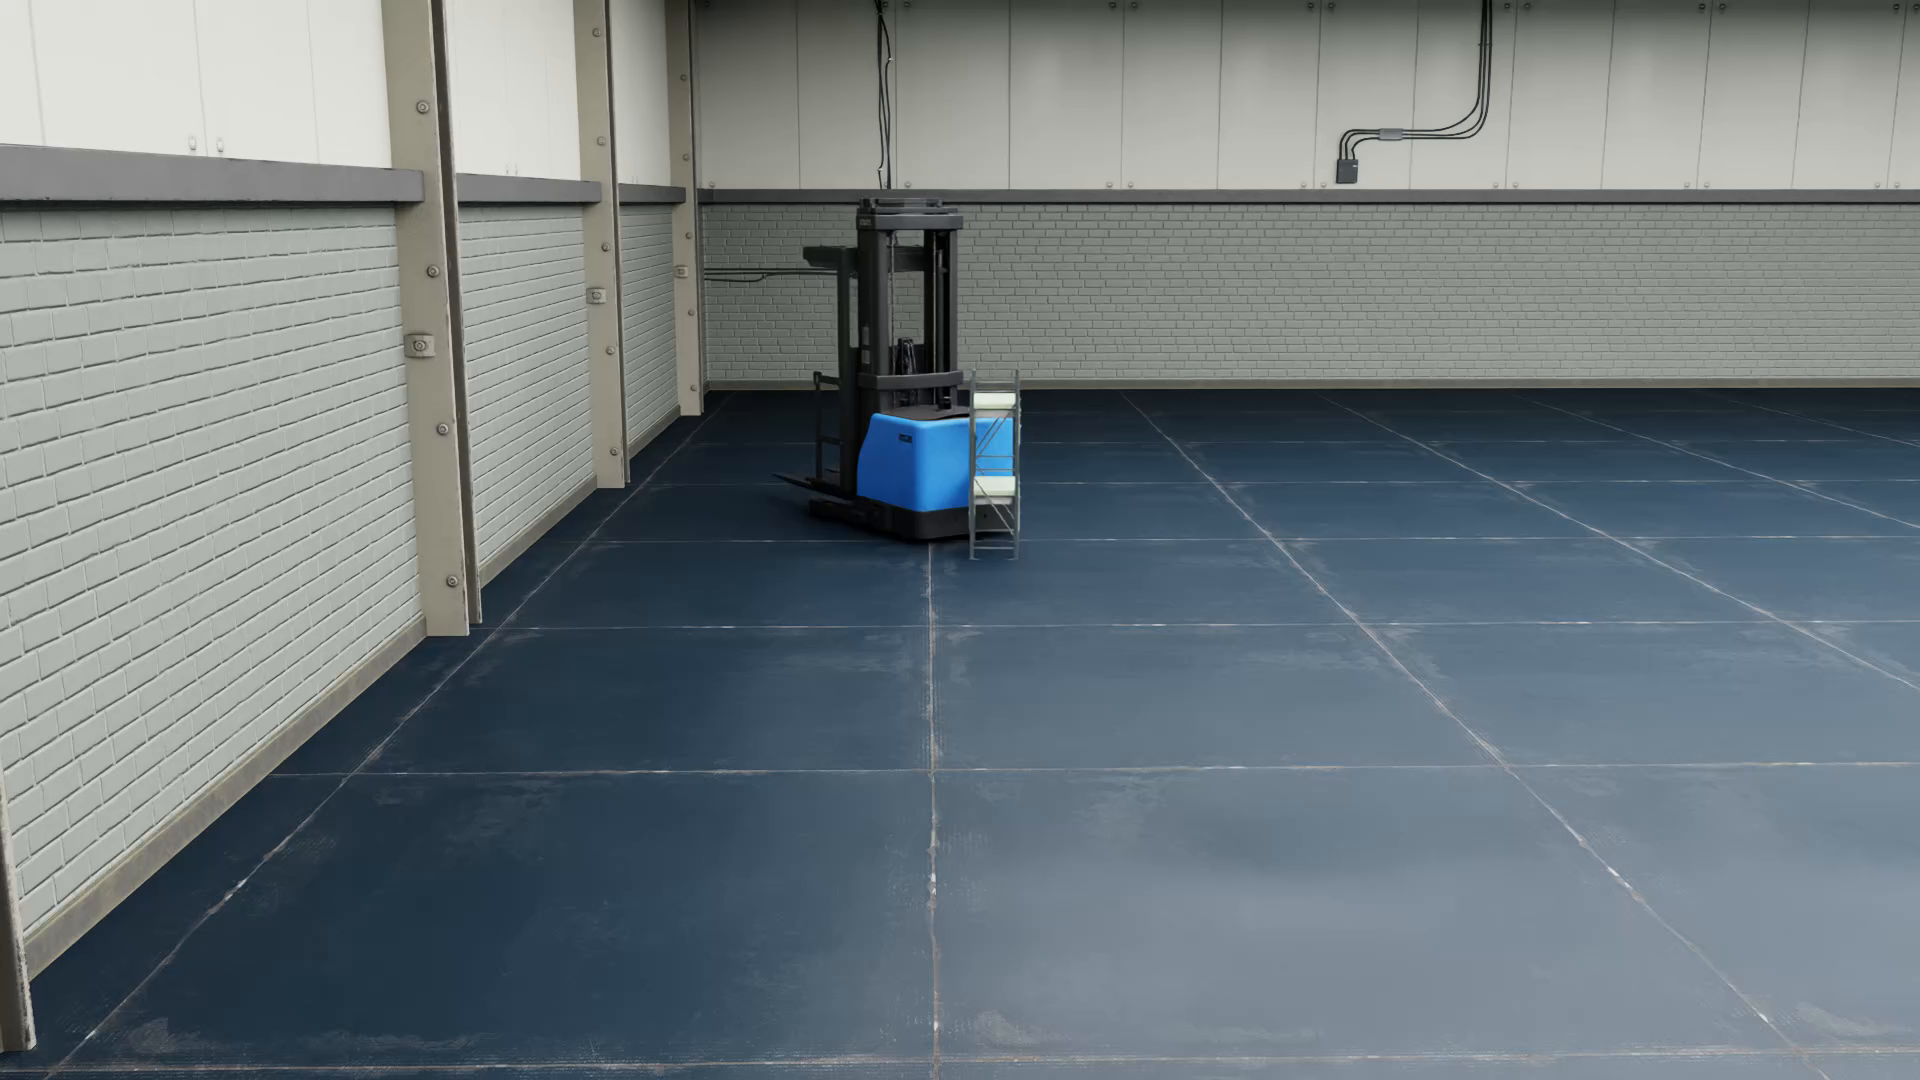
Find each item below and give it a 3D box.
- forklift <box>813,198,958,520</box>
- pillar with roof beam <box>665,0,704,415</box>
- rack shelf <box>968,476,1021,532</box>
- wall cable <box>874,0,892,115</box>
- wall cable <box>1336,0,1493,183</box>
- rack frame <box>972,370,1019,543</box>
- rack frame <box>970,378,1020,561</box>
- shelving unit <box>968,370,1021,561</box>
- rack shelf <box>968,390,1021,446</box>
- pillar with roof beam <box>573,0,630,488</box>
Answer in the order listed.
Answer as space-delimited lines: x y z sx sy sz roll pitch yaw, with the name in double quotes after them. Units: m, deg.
-0.756 -1.672 15.429 1.121 2.935 3.031 -8 14 -33 "forklift"
0.537 -6.199 22.481 9.100 9.000 0.400 0 11 -1 "pillar with roof beam"
0.294 -0.322 14.013 0.431 0.370 0.720 0 11 2 "rack shelf"
0.199 -7.737 25.169 3.097 2.526 0.112 0 11 -1 "wall cable"
6.986 -8.475 25.146 2.305 6.003 0.169 0 11 -1 "wall cable"
0.306 -0.714 14.307 0.400 1.500 0.023 0 11 2 "rack frame"
0.281 -0.569 13.590 0.400 1.500 0.023 0 11 2 "rack frame"
0.294 -0.641 13.949 0.431 1.500 0.755 0 11 2 "shelving unit"
0.294 -1.024 13.871 0.431 0.370 0.720 0 11 2 "rack shelf"
0.661 -5.006 16.602 9.100 9.000 0.400 0 11 -1 "pillar with roof beam"
